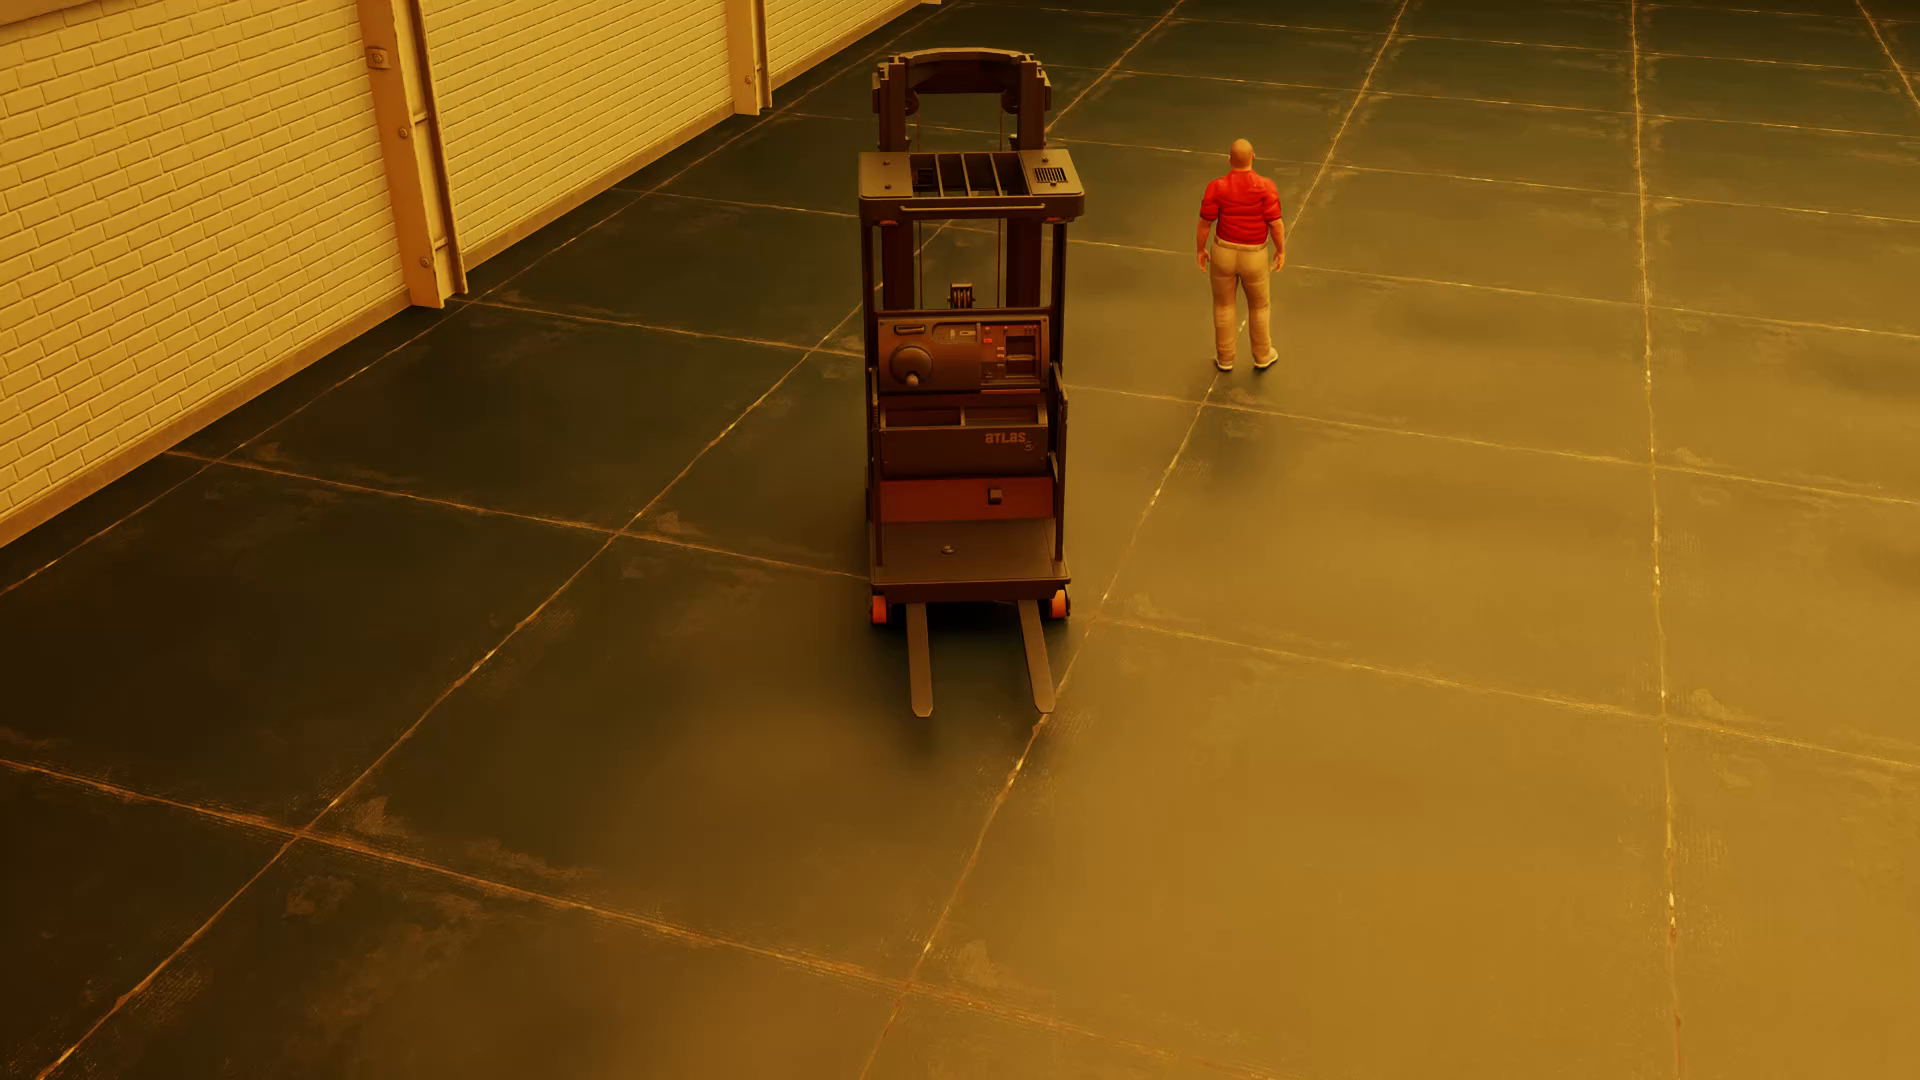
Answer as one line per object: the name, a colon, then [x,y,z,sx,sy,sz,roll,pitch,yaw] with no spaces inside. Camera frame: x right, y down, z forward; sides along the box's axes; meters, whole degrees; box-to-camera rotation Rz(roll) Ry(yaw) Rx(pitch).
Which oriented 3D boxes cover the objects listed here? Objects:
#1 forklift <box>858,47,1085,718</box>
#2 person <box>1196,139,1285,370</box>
forklift: [0.035,-0.972,8.842,1.130,2.935,3.031,-2,30,-3]
person: [2.024,-2.060,11.950,0.640,1.727,0.551,7,30,13]
